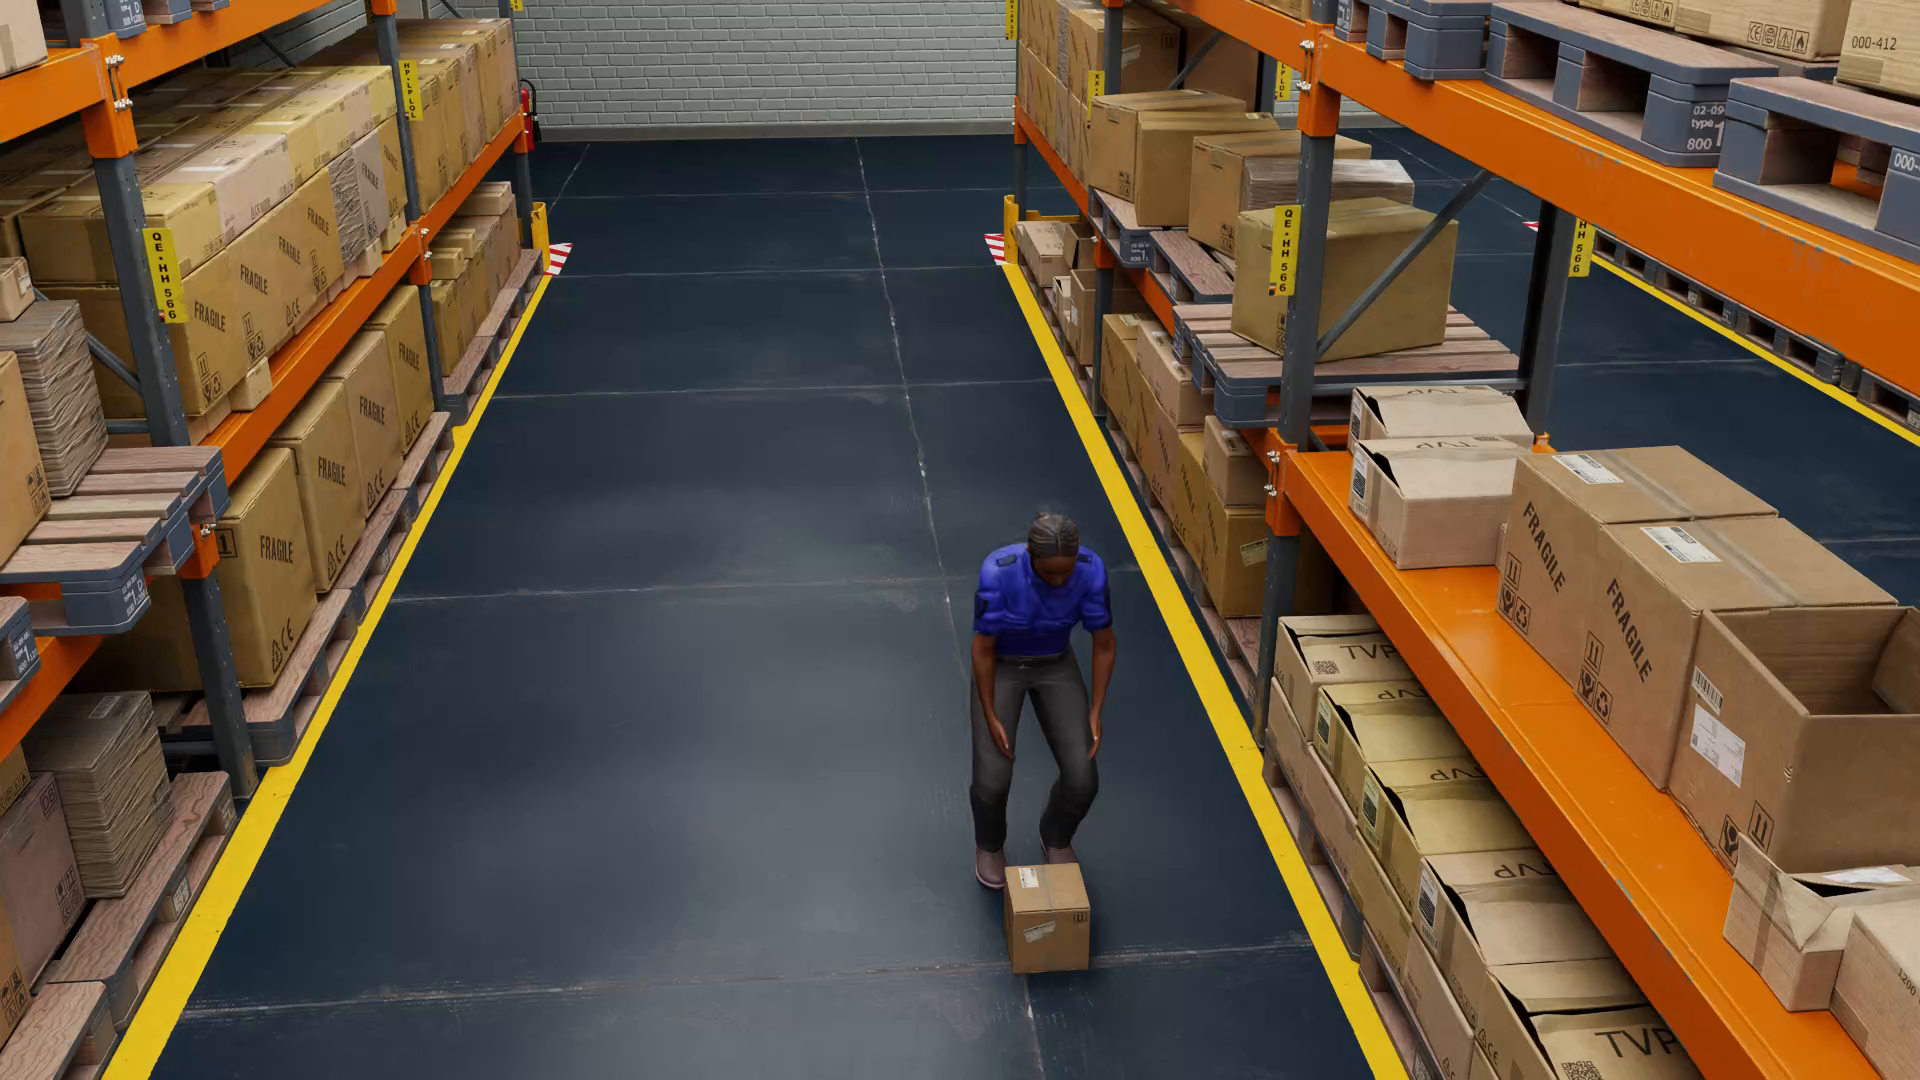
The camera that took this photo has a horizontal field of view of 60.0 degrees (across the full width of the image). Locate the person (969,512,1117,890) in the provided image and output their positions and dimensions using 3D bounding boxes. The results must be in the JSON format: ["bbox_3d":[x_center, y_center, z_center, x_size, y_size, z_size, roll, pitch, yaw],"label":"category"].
[{"bbox_3d":[0.275,0.520,5.688,0.490,1.465,0.556,-2,24,-5],"label":"person"}]
